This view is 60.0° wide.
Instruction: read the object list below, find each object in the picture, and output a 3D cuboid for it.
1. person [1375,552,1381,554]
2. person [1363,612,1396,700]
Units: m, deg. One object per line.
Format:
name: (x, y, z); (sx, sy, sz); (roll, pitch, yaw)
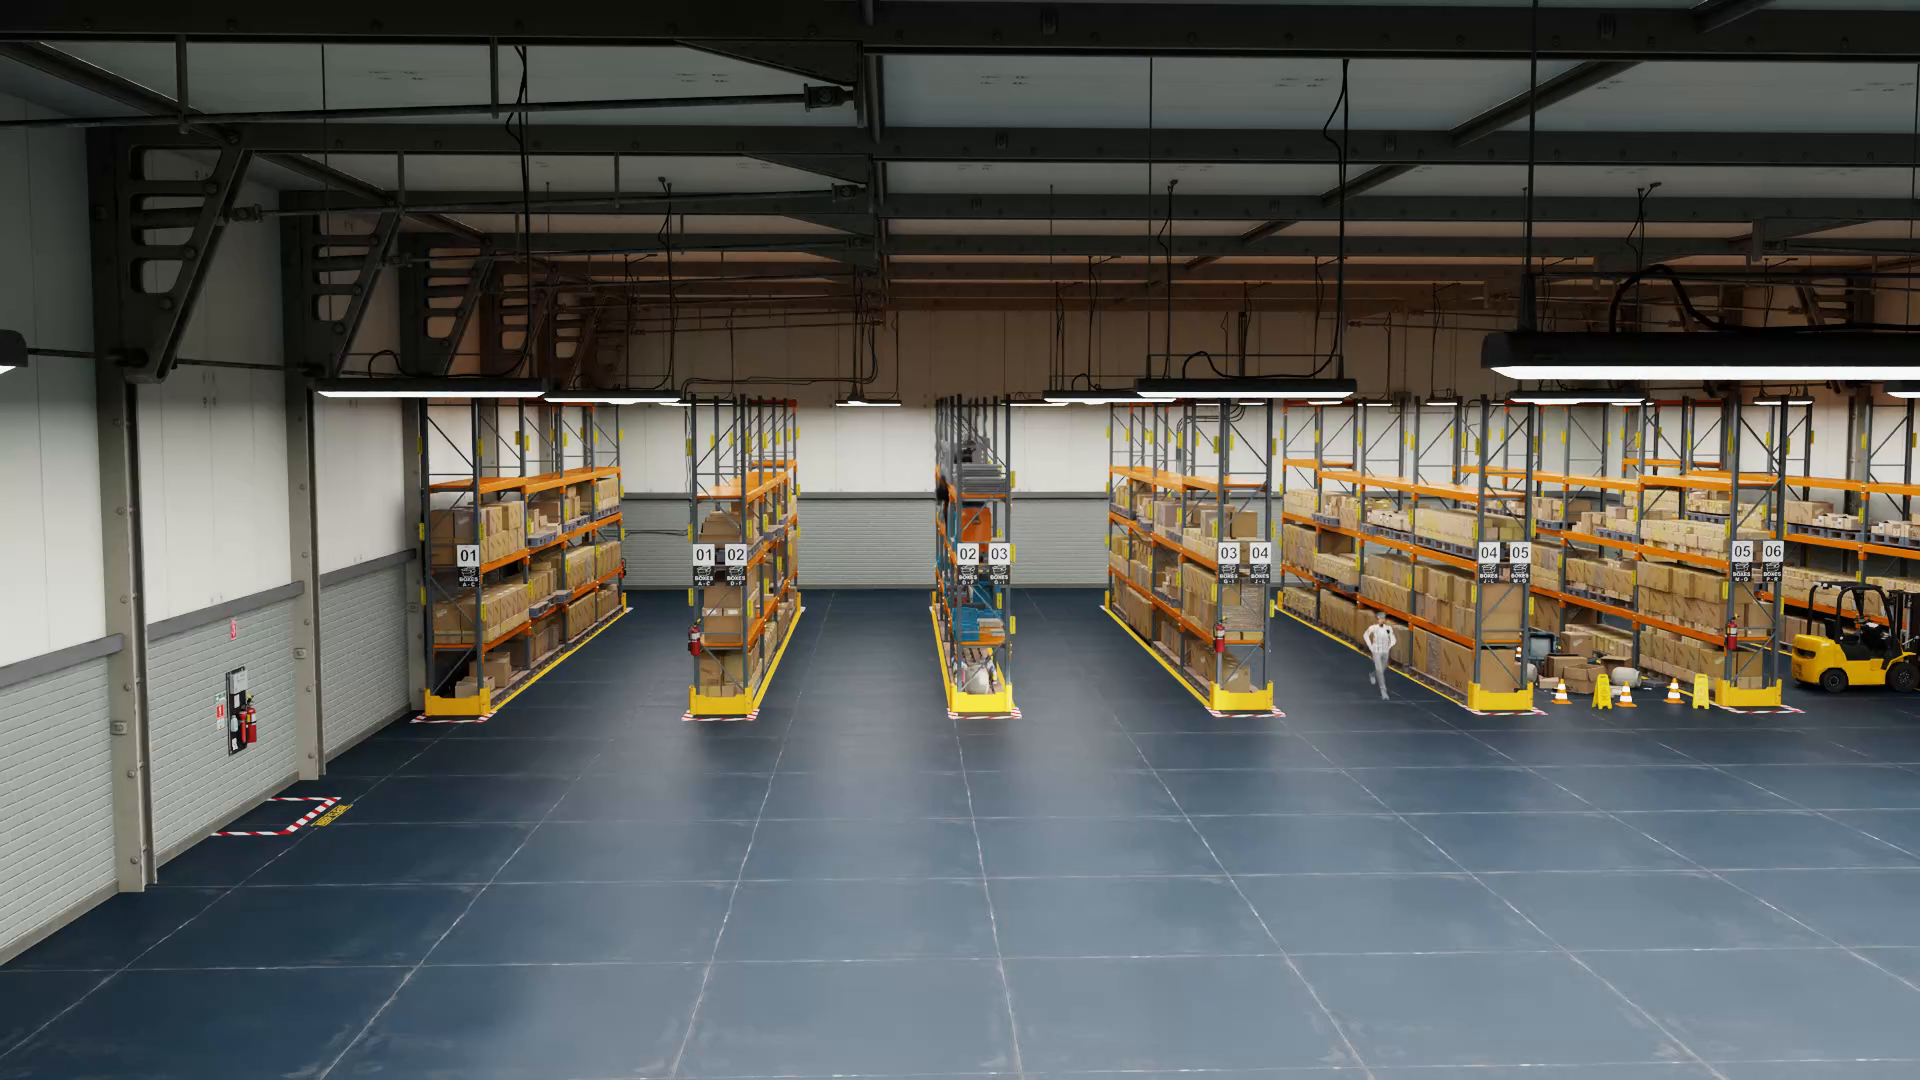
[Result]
person: (11.703, 1.196, 46.484); (0.648, 1.737, 0.597); (-2, 5, -19)
person: (8.429, 2.271, 33.311); (0.583, 1.706, 1.096); (-1, 5, -10)
